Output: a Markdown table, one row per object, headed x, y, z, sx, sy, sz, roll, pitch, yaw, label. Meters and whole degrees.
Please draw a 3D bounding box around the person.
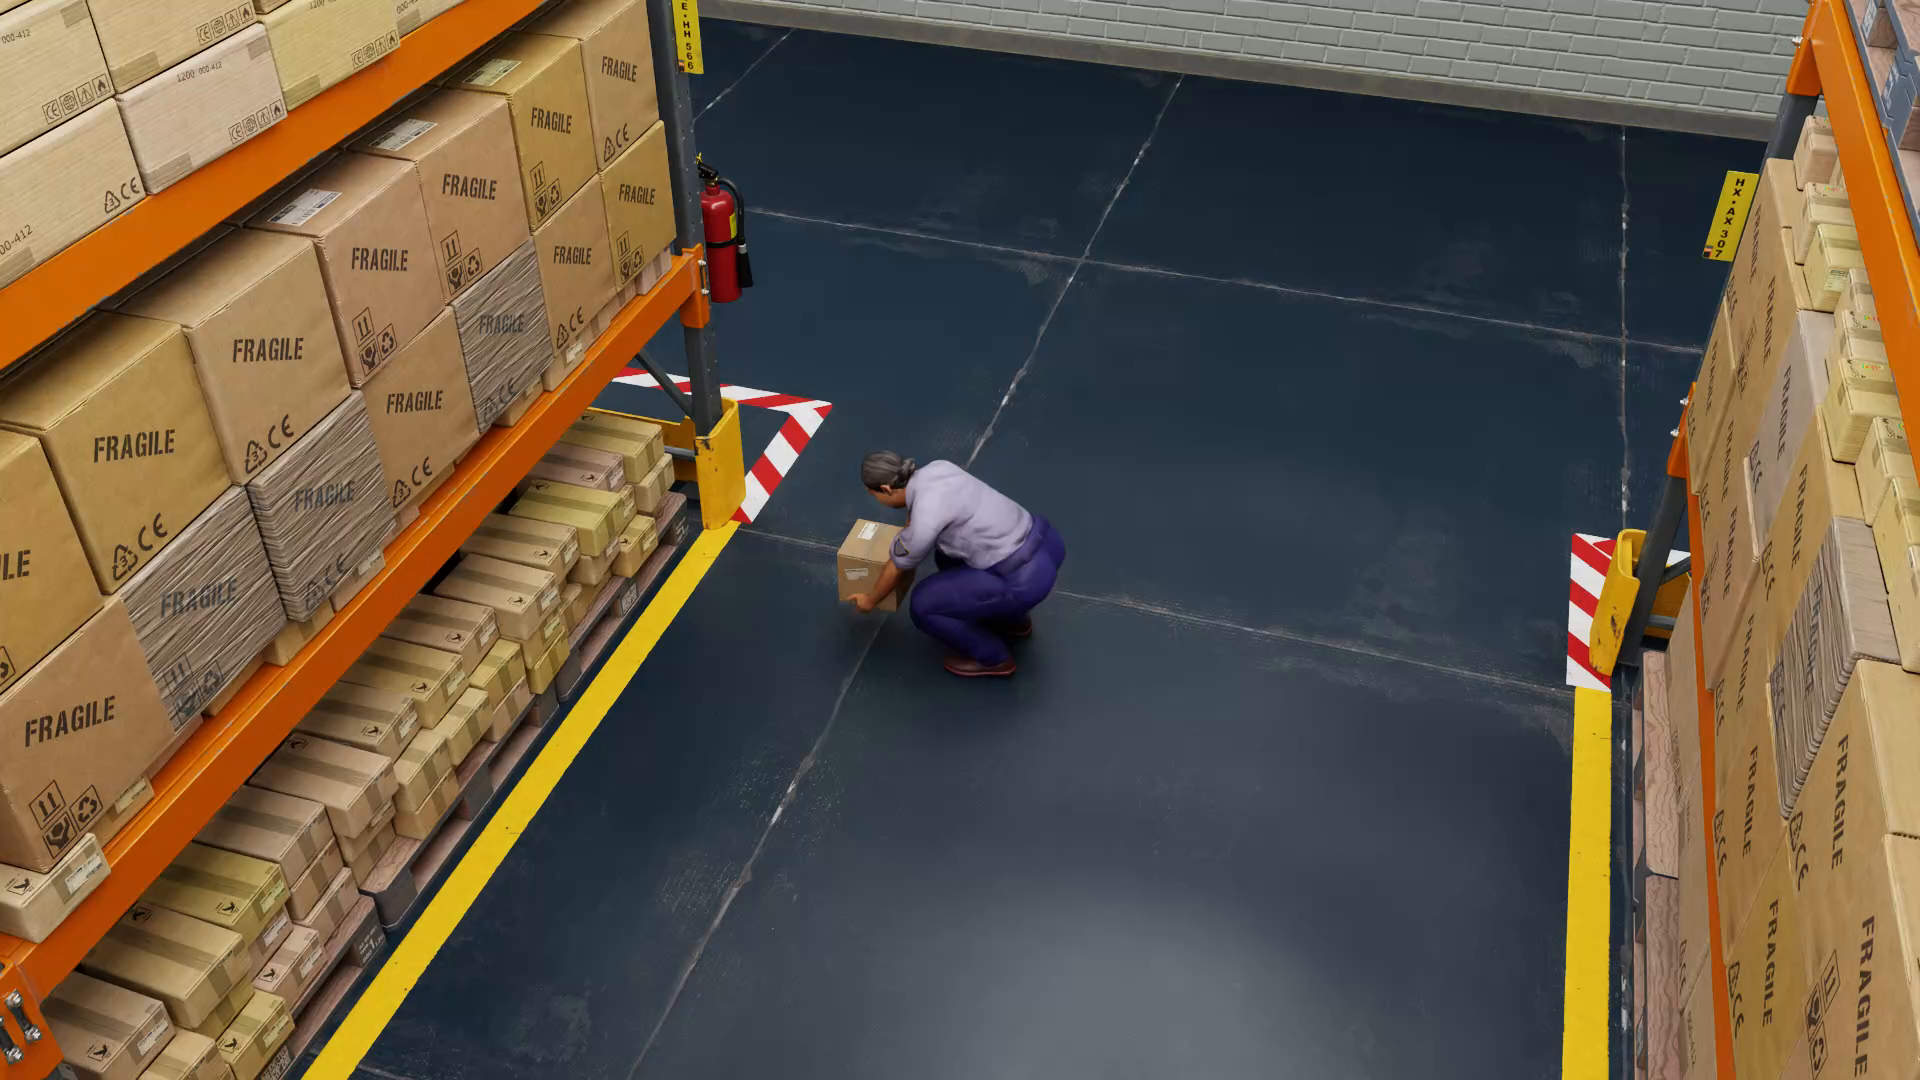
| x | y | z | sx | sy | sz | roll | pitch | yaw | label |
| --- | --- | --- | --- | --- | --- | --- | --- | --- | --- |
| -0.018 | 0.060 | 6.682 | 0.860 | 0.938 | 0.507 | 10 | 38 | 13 | person |
